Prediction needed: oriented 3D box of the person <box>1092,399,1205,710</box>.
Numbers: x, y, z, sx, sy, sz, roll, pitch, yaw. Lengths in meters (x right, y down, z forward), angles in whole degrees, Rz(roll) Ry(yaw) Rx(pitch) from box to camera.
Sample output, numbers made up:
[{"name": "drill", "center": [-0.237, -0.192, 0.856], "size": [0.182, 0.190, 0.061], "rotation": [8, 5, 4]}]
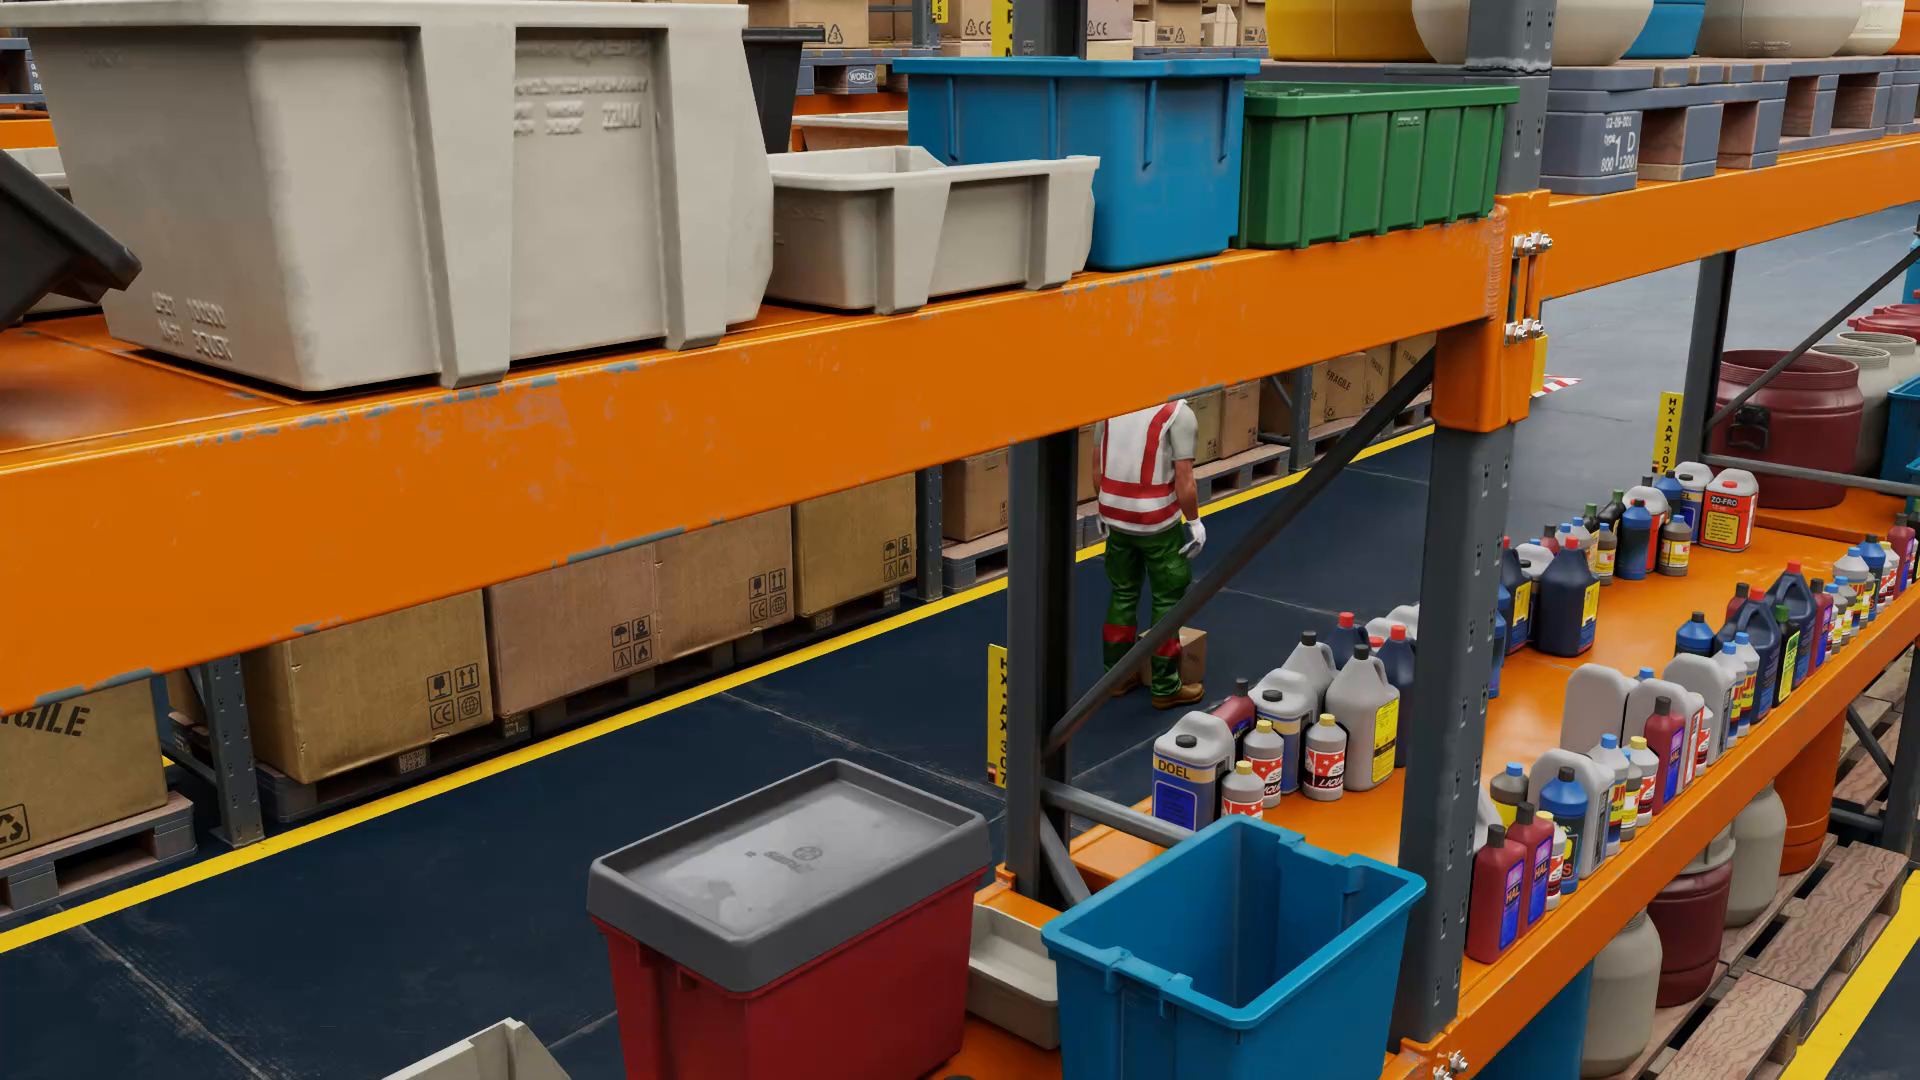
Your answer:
[{"name": "person", "center": [0.892, -0.099, 7.844], "size": [0.604, 1.778, 0.453], "rotation": [14, 22, 39]}]
